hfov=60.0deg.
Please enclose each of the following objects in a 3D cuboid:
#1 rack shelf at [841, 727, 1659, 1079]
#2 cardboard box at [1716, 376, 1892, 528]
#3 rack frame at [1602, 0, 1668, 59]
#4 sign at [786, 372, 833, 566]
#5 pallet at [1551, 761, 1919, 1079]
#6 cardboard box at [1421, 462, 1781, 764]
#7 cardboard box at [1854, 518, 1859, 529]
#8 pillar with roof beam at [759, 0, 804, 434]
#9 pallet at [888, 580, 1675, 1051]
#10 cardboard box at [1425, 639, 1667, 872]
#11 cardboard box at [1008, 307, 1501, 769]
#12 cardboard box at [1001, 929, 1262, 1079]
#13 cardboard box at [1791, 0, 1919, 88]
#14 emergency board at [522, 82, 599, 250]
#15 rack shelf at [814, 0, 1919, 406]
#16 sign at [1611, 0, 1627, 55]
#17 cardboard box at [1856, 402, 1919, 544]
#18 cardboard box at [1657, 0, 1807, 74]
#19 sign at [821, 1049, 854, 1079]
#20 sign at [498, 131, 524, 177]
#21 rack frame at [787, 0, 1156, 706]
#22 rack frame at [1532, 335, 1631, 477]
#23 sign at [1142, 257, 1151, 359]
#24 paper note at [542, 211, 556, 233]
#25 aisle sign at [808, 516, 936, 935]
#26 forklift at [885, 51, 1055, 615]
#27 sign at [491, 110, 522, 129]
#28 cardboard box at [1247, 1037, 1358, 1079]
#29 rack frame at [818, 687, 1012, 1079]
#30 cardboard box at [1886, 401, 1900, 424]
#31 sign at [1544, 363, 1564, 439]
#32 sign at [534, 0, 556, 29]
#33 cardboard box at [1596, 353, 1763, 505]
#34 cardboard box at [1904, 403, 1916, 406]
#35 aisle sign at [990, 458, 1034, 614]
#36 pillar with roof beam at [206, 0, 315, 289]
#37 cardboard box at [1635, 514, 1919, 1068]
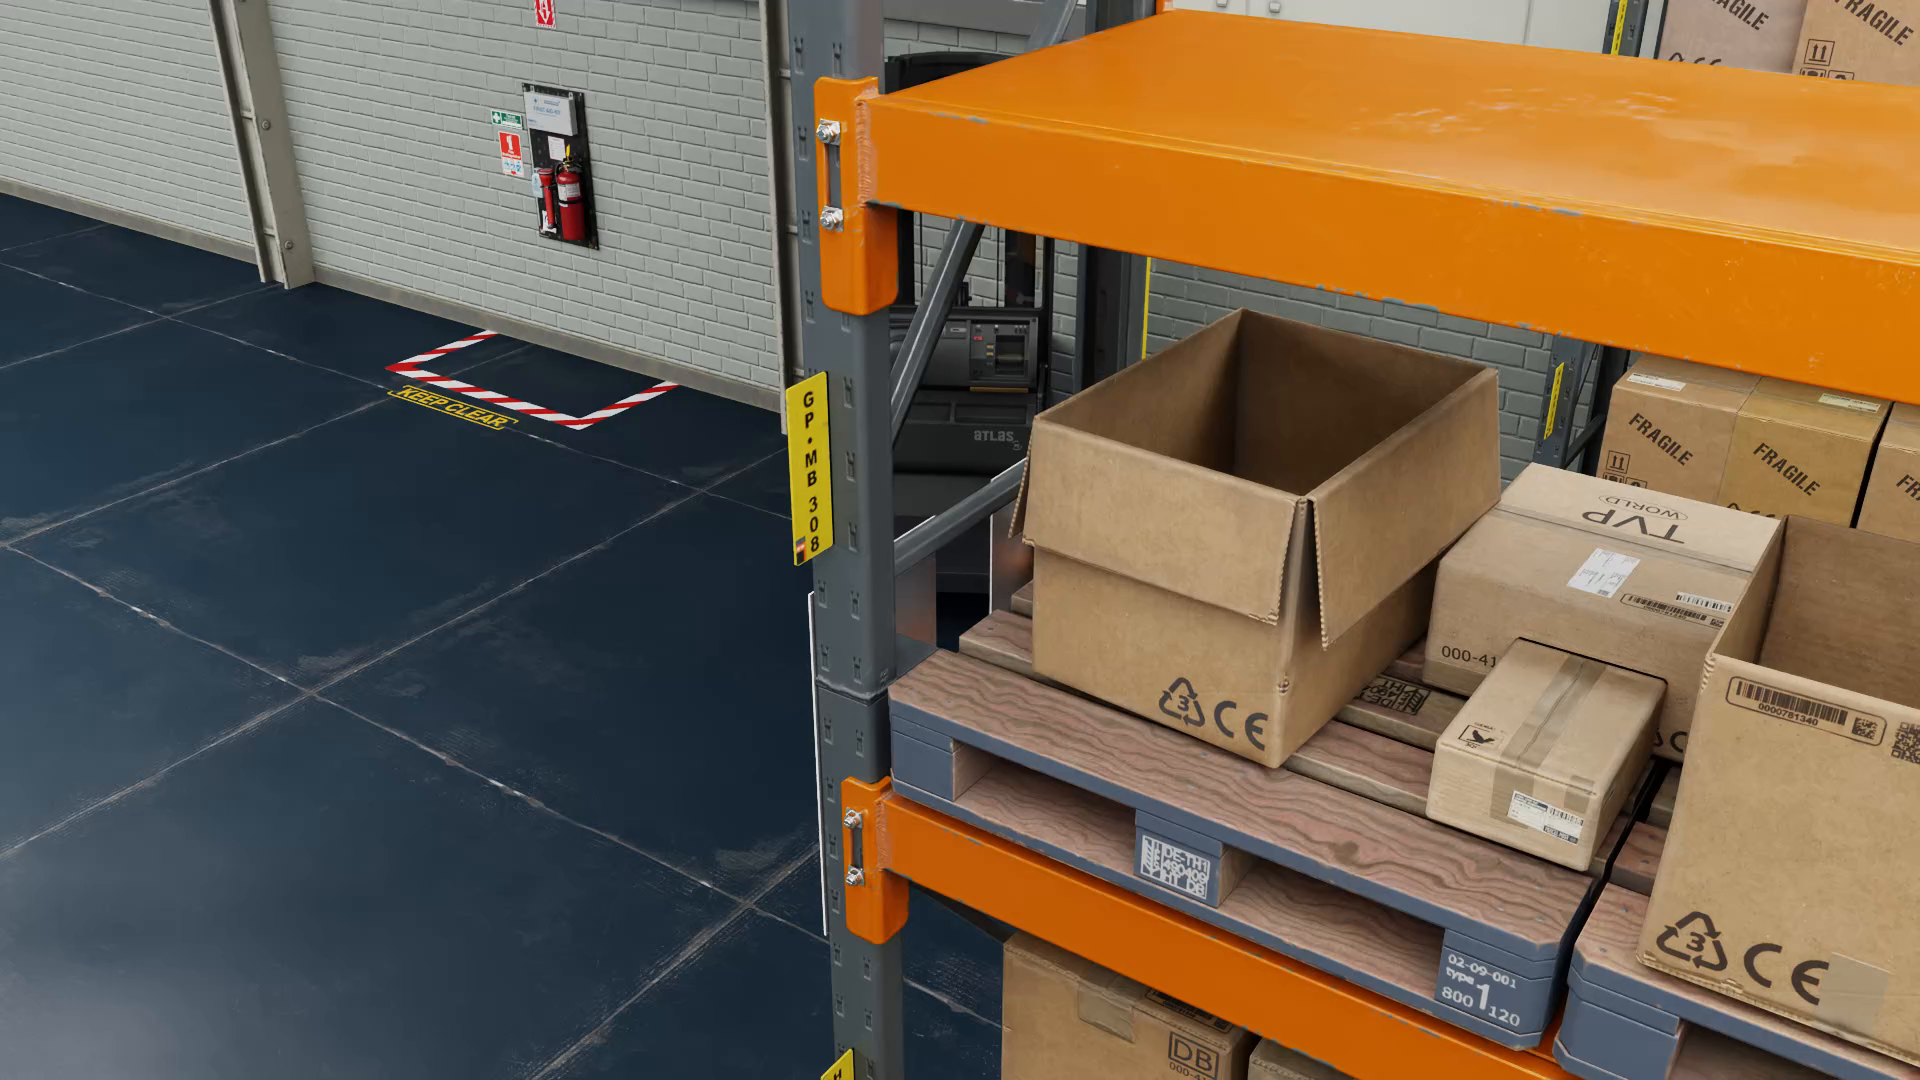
[{"bbox_3d":[1.714,0.935,2.592,4.000,0.370,1.077,17,32,30],"label":"rack shelf"},{"bbox_3d":[3.492,-0.326,6.900,0.500,0.500,0.500,17,32,30],"label":"cardboard box"},{"bbox_3d":[2.867,-3.089,6.398,0.127,3.000,1.000,17,32,30],"label":"rack frame"},{"bbox_3d":[-0.254,-0.118,2.817,0.005,0.325,0.100,17,32,30],"label":"sign"},{"bbox_3d":[1.643,0.644,2.467,1.213,0.211,1.003,17,32,30],"label":"pallet"},{"bbox_3d":[1.164,0.115,2.957,0.500,0.250,0.500,17,32,30],"label":"cardboard box"},{"bbox_3d":[3.526,0.015,7.058,0.500,0.250,0.500,16,31,29],"label":"cardboard box"},{"bbox_3d":[-3.449,-3.164,6.546,0.400,9.000,9.100,17,32,30],"label":"pillar with roof beam"},{"bbox_3d":[0.634,0.331,3.082,1.213,0.211,1.003,17,32,30],"label":"pallet"},{"bbox_3d":[0.935,0.331,2.645,0.250,0.149,0.380,17,32,30],"label":"cardboard box"},{"bbox_3d":[0.537,-0.046,2.994,0.637,0.503,0.797,20,33,34],"label":"cardboard box"},{"bbox_3d":[0.487,0.953,3.530,0.500,0.500,0.700,17,32,30],"label":"cardboard box"},{"bbox_3d":[3.432,-1.914,6.162,0.500,0.500,0.500,17,31,30],"label":"cardboard box"},{"bbox_3d":[-3.027,-2.749,12.344,0.643,1.169,0.194,17,32,30],"label":"emergency board"},{"bbox_3d":[1.714,-0.224,2.002,4.000,0.370,1.077,17,32,30],"label":"rack shelf"},{"bbox_3d":[2.560,-1.939,6.482,0.005,0.325,0.100,17,32,30],"label":"sign"},{"bbox_3d":[3.914,-0.191,6.635,0.500,0.500,0.500,16,31,29],"label":"cardboard box"},{"bbox_3d":[3.047,-2.062,6.452,0.500,0.500,0.500,15,31,27],"label":"cardboard box"},{"bbox_3d":[-0.254,1.222,3.499,0.005,0.325,0.100,17,32,30],"label":"sign"},{"bbox_3d":[-3.425,-2.945,12.691,0.234,0.329,0.001,17,32,30],"label":"sign"},{"bbox_3d":[0.065,-1.236,2.757,0.127,3.000,1.000,17,32,30],"label":"rack frame"},{"bbox_3d":[2.867,-0.415,7.759,0.127,3.000,1.000,17,32,30],"label":"rack frame"},{"bbox_3d":[0.384,-0.458,3.646,0.005,0.325,0.100,17,32,30],"label":"sign"},{"bbox_3d":[-3.134,-2.427,12.684,0.142,0.148,0.016,17,32,30],"label":"paper note"},{"bbox_3d":[-0.162,0.377,3.337,0.004,0.787,0.394,17,32,30],"label":"aisle sign"},{"bbox_3d":[-0.047,-1.025,9.032,1.130,2.935,3.031,2,27,4],"label":"forklift"},{"bbox_3d":[-3.426,-3.177,12.561,0.331,0.109,0.001,17,32,30],"label":"sign"},{"bbox_3d":[0.923,1.086,3.268,0.500,0.500,0.700,16,31,29],"label":"cardboard box"},{"bbox_3d":[0.065,1.438,4.118,0.127,3.000,1.000,17,32,30],"label":"rack frame"},{"bbox_3d":[3.785,-0.517,7.276,0.500,0.500,0.500,18,32,31],"label":"cardboard box"},{"bbox_3d":[2.560,-0.598,7.164,0.005,0.325,0.100,17,32,30],"label":"sign"},{"bbox_3d":[-2.978,-3.821,11.895,0.199,0.298,0.001,17,32,30],"label":"sign"},{"bbox_3d":[3.090,-0.457,7.157,0.500,0.500,0.500,17,32,30],"label":"cardboard box"},{"bbox_3d":[4.214,-0.386,7.018,0.500,0.500,0.500,16,31,29],"label":"cardboard box"},{"bbox_3d":[0.178,0.152,3.777,0.004,0.787,0.394,17,32,30],"label":"aisle sign"},{"bbox_3d":[-8.395,-4.705,9.573,0.400,9.000,9.100,17,32,30],"label":"pillar with roof beam"},{"bbox_3d":[1.280,0.335,2.249,0.500,0.500,0.500,17,32,30],"label":"cardboard box"}]
